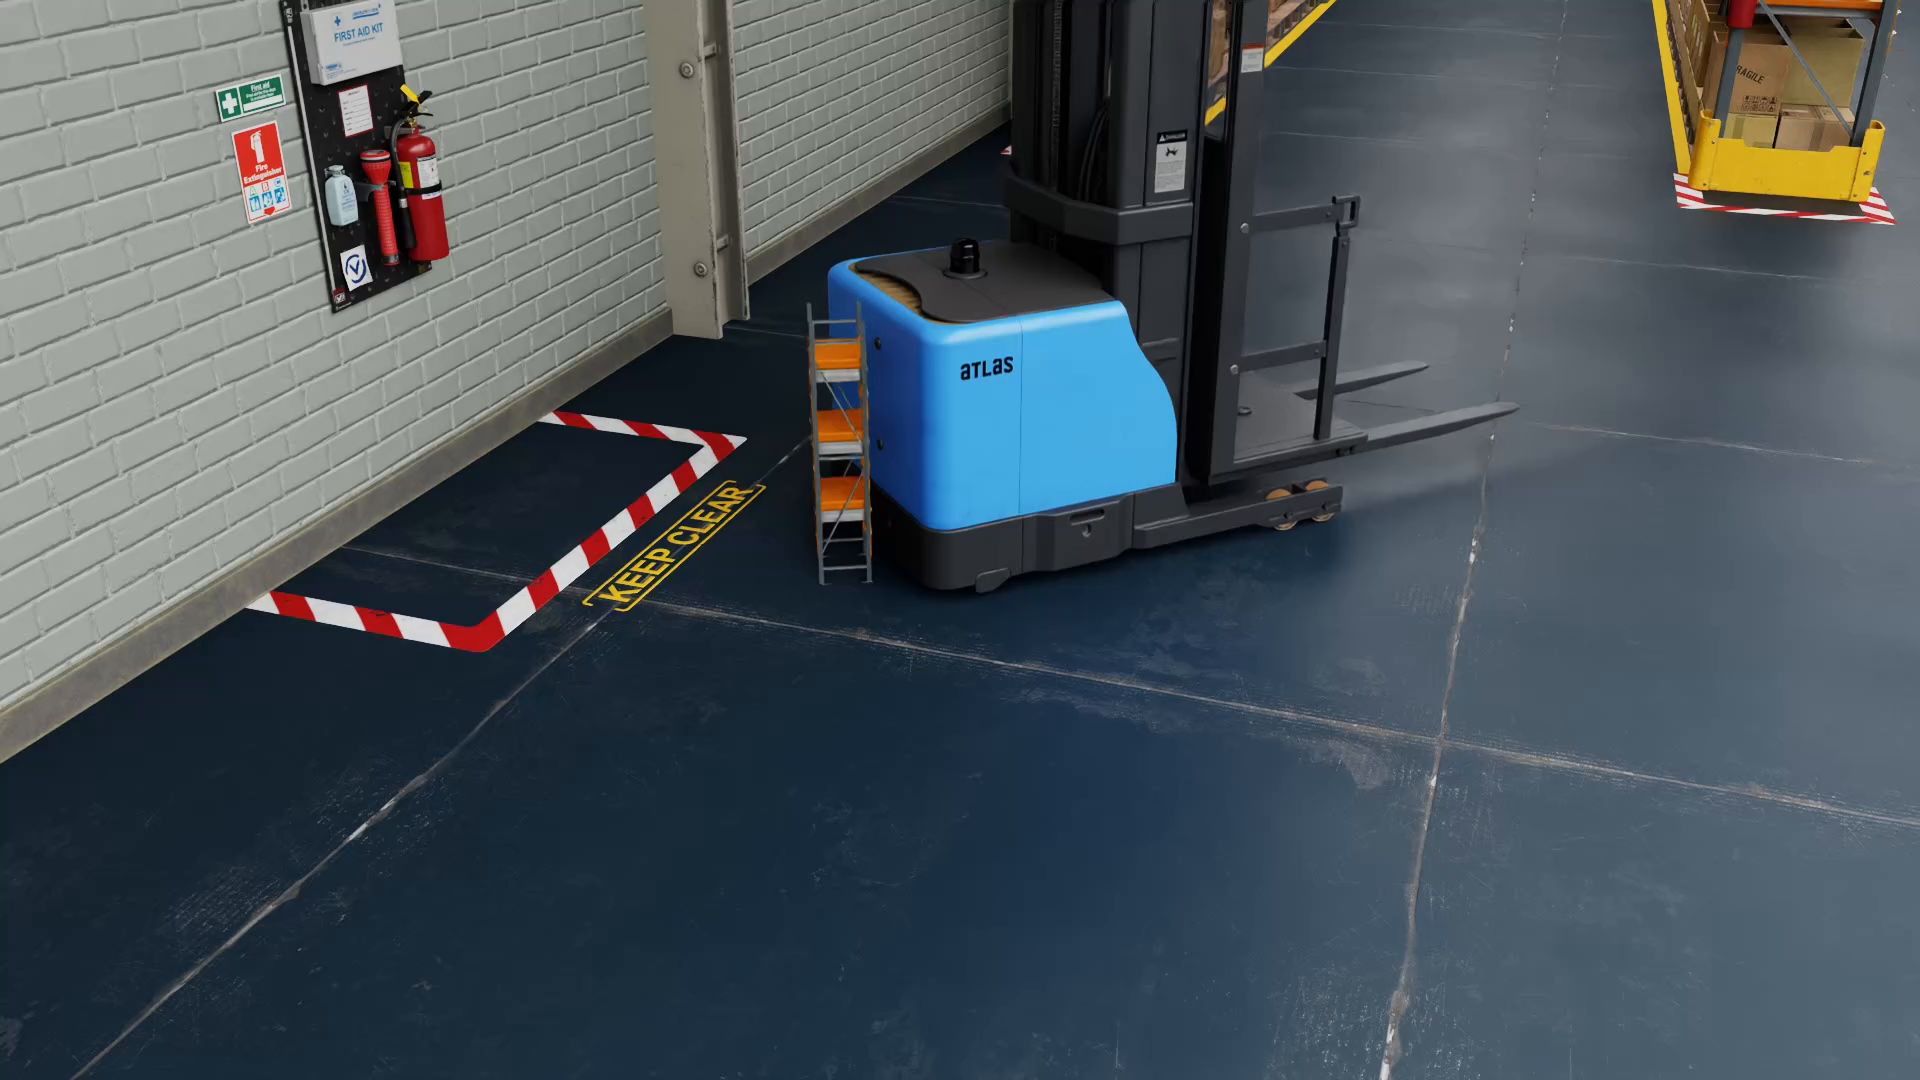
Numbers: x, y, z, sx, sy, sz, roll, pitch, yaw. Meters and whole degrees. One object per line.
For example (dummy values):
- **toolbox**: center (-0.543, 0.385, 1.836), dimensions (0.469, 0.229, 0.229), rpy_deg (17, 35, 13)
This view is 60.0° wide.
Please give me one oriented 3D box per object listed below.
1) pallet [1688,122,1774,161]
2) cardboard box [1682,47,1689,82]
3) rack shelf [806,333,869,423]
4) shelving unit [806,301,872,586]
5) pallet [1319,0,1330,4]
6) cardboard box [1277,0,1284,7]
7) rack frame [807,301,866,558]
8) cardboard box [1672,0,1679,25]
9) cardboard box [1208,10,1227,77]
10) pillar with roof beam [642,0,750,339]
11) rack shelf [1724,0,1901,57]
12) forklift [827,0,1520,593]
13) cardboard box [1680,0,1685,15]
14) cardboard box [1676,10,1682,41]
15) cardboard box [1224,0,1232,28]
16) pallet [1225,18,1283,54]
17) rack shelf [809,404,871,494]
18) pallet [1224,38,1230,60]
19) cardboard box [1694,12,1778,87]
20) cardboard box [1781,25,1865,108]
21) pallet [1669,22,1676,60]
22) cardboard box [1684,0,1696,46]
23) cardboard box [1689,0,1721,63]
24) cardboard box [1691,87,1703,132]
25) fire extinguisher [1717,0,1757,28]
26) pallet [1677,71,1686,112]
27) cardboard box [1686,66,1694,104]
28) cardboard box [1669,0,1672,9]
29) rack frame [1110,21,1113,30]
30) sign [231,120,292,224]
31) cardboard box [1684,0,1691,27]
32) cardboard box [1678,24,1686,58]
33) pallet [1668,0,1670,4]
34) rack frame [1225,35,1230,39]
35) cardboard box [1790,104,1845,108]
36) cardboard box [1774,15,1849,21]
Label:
- **pallet**: center (6.081, -2.940, 12.580), dimensions (1.003, 0.211, 1.213), rpy_deg (9, 27, 17)
- **cardboard box**: center (6.586, -4.118, 14.487), dimensions (0.500, 0.250, 0.500), rpy_deg (9, 27, 17)
- **rack shelf**: center (-0.454, -0.601, 6.159), dimensions (0.215, 0.259, 0.240), rpy_deg (-3, 26, -6)
- **shelving unit**: center (-0.454, -0.355, 6.278), dimensions (0.215, 1.050, 0.252), rpy_deg (-3, 26, -6)
- **pallet**: center (4.189, -6.937, 20.835), dimensions (1.003, 0.211, 1.213), rpy_deg (9, 27, 17)
- **cardboard box**: center (3.246, -6.245, 18.570), dimensions (0.700, 0.500, 0.500), rpy_deg (9, 27, 17)
- **rack frame**: center (-0.468, -0.408, 6.388), dimensions (0.200, 1.050, 0.008), rpy_deg (-3, 26, -6)
- **cardboard box**: center (7.744, -5.520, 17.382), dimensions (0.500, 0.250, 0.500), rpy_deg (8, 27, 16)
- **cardboard box**: center (1.990, -4.464, 14.892), dimensions (0.700, 0.500, 0.500), rpy_deg (7, 27, 14)
- **pillar with roof beam**: center (2.674, -4.615, 5.955), dimensions (9.100, 9.000, 0.400), rpy_deg (9, 27, 17)
- **rack shelf**: center (6.532, -4.373, 13.165), dimensions (1.077, 0.370, 4.000), rpy_deg (9, 27, 17)
- **forklift**: center (1.017, -1.551, 6.589), dimensions (3.031, 2.935, 1.130), rpy_deg (-12, 28, -24)
- **cardboard box**: center (7.397, -5.350, 16.387), dimensions (0.500, 0.311, 0.500), rpy_deg (9, 27, 17)
- **cardboard box**: center (7.402, -5.100, 16.515), dimensions (0.500, 0.250, 0.500), rpy_deg (9, 27, 19)
- **cardboard box**: center (2.754, -5.613, 17.264), dimensions (0.700, 0.500, 0.500), rpy_deg (10, 27, 19)
- **pallet**: center (2.783, -5.300, 17.455), dimensions (1.003, 0.211, 1.213), rpy_deg (9, 27, 17)
- **rack shelf**: center (-0.454, -0.345, 6.283), dimensions (0.215, 0.259, 0.240), rpy_deg (-3, 26, -6)
- **pallet**: center (2.335, -4.699, 16.213), dimensions (1.003, 0.211, 1.213), rpy_deg (9, 27, 17)
- **cardboard box**: center (6.083, -3.840, 13.052), dimensions (0.500, 0.500, 0.500), rpy_deg (9, 27, 17)
- **cardboard box**: center (6.419, -3.557, 12.468), dimensions (0.500, 0.500, 0.500), rpy_deg (9, 27, 17)
- **pallet**: center (7.810, -5.075, 16.989), dimensions (1.003, 0.211, 1.213), rpy_deg (9, 27, 17)
- **cardboard box**: center (6.748, -4.662, 14.750), dimensions (0.500, 0.500, 0.500), rpy_deg (9, 27, 17)
- **cardboard box**: center (6.415, -4.251, 13.901), dimensions (0.500, 0.500, 0.500), rpy_deg (9, 27, 17)
- **cardboard box**: center (5.921, -3.296, 12.790), dimensions (0.500, 0.250, 0.500), rpy_deg (9, 27, 17)
- **fire extinguisher**: center (5.389, -3.859, 11.366), dimensions (0.296, 0.674, 0.183), rpy_deg (9, 27, 17)
- **pallet**: center (6.893, -3.943, 14.651), dimensions (1.003, 0.211, 1.213), rpy_deg (9, 27, 17)
- **cardboard box**: center (6.254, -3.707, 13.638), dimensions (0.500, 0.250, 0.500), rpy_deg (9, 27, 17)
- **cardboard box**: center (8.077, -5.941, 18.252), dimensions (0.500, 0.250, 0.500), rpy_deg (9, 27, 17)
- **rack frame**: center (1.194, -4.591, 12.791), dimensions (1.000, 3.000, 0.127), rpy_deg (9, 27, 17)
- **sign**: center (-2.525, -1.333, 6.019), dimensions (0.001, 0.329, 0.234), rpy_deg (9, 27, 17)
- **cardboard box**: center (7.062, -4.930, 15.520), dimensions (0.500, 0.311, 0.500), rpy_deg (9, 27, 17)
- **cardboard box**: center (7.062, -4.682, 15.652), dimensions (0.500, 0.250, 0.500), rpy_deg (8, 27, 17)
- **pallet**: center (9.220, -6.708, 20.362), dimensions (1.003, 0.211, 1.213), rpy_deg (9, 27, 17)
- **rack frame**: center (2.525, -6.235, 16.186), dimensions (1.000, 3.000, 0.127), rpy_deg (9, 27, 17)
- **cardboard box**: center (6.418, -3.220, 12.632), dimensions (0.500, 0.250, 0.500), rpy_deg (9, 27, 17)
- **cardboard box**: center (6.756, -3.968, 13.316), dimensions (0.500, 0.500, 0.500), rpy_deg (9, 27, 17)
